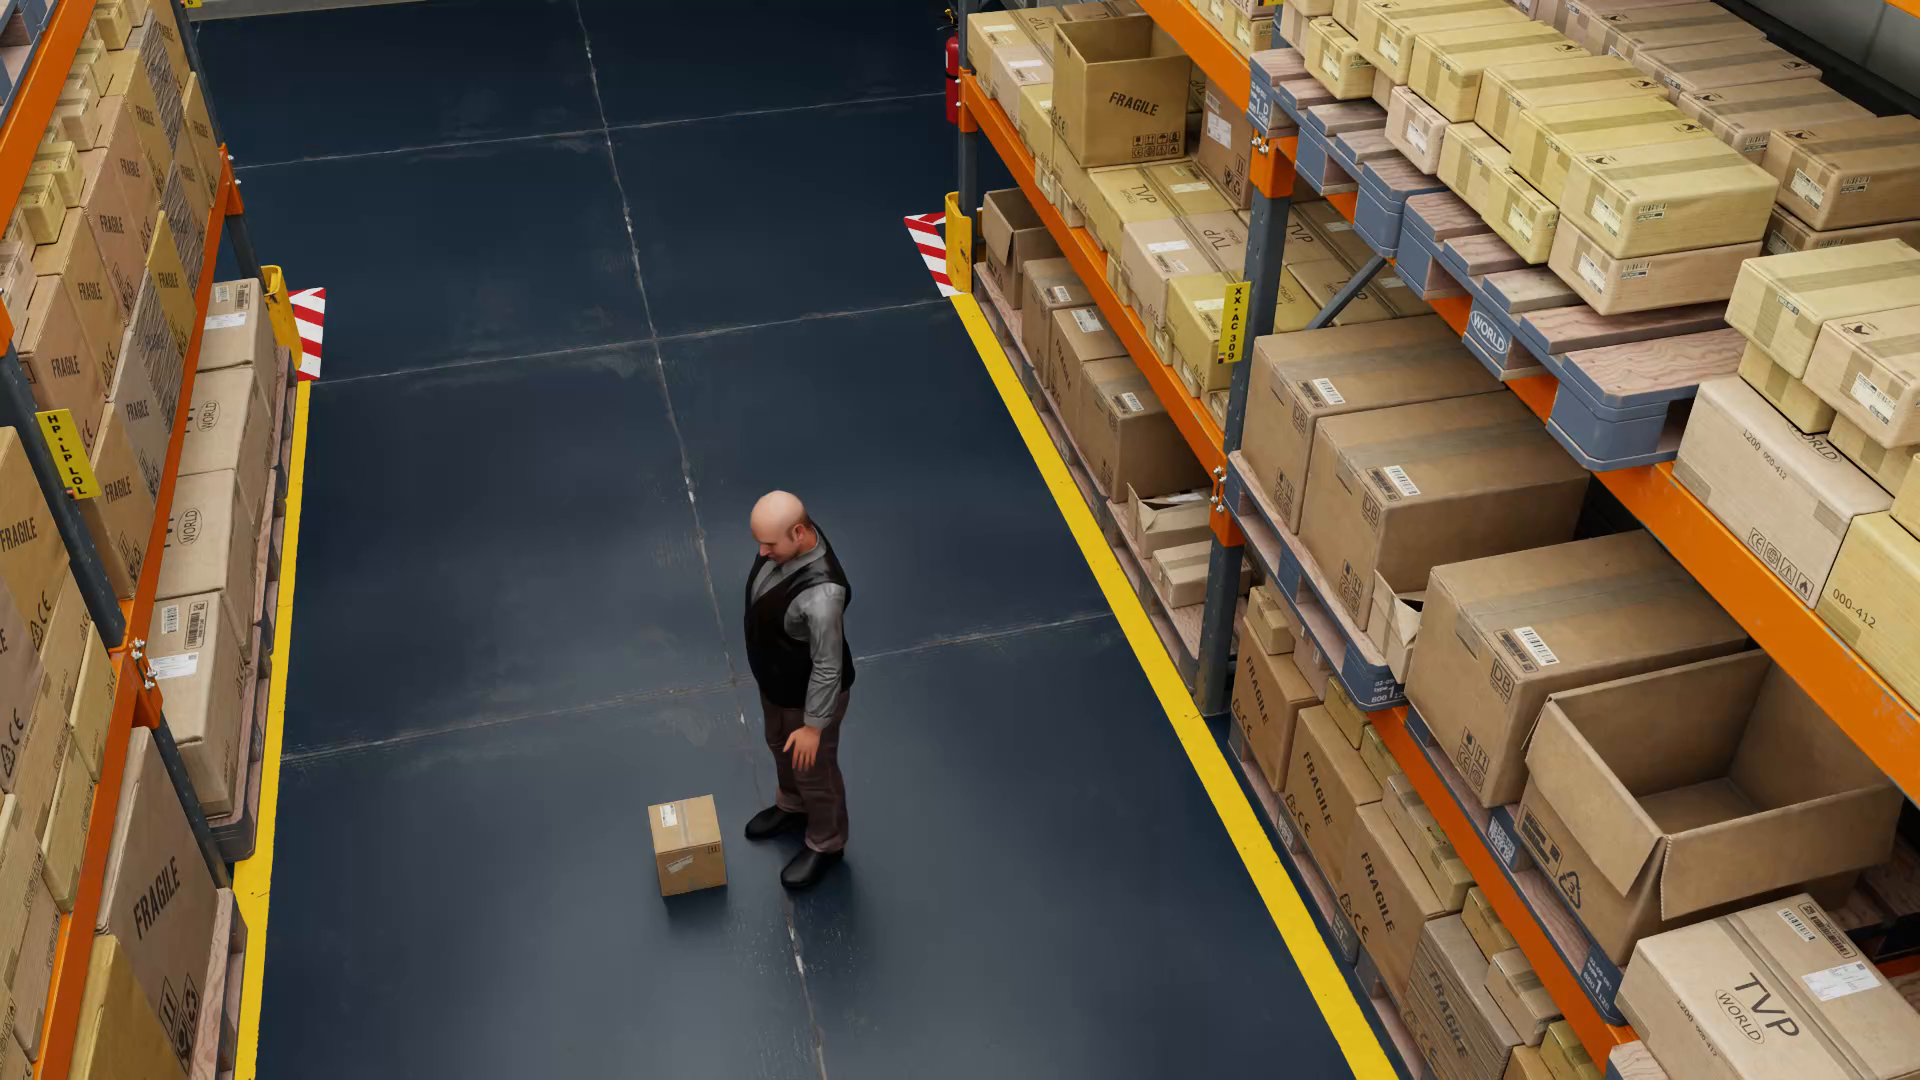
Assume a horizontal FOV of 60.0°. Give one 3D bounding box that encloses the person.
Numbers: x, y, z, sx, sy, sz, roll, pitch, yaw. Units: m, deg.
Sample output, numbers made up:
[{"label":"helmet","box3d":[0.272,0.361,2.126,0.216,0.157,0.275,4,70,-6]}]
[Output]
[{"label":"person","box3d":[-0.593,0.540,6.029,0.408,1.743,0.645,-15,41,-19]}]
